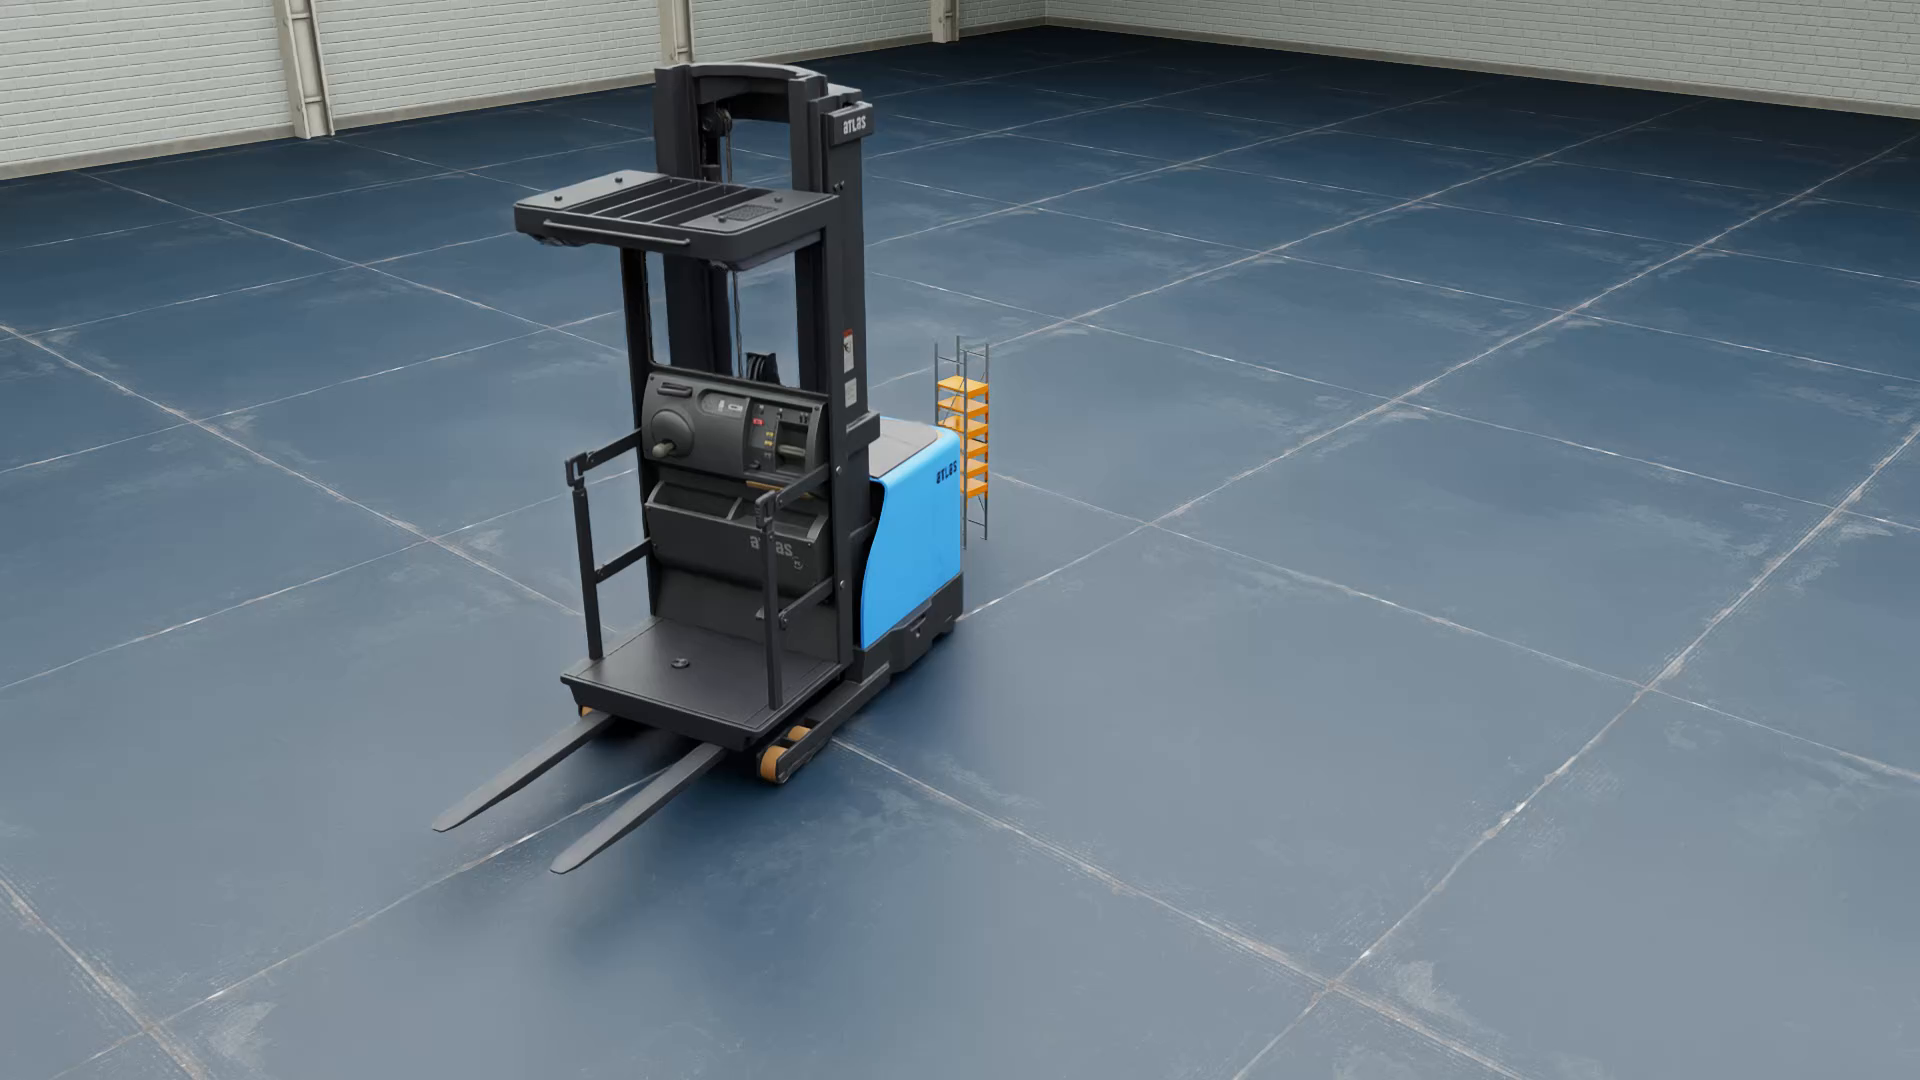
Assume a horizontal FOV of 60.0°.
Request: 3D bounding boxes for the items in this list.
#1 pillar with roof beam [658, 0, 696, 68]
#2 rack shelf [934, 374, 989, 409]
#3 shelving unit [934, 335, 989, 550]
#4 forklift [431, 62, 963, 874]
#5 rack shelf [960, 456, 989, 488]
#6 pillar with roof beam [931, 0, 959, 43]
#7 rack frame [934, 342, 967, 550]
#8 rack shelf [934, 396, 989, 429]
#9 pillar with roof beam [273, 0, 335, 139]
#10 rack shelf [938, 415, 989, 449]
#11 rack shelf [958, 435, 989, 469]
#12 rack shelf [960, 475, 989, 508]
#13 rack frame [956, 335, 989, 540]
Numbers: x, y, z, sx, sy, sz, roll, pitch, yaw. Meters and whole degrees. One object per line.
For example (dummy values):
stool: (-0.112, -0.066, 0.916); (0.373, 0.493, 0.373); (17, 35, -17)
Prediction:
pillar with roof beam: (-1.063, -9.950, 20.942); (9.100, 9.000, 0.400); (20, 31, 38)
rack shelf: (0.010, -0.840, 9.385); (0.258, 0.103, 0.180); (20, 31, 38)
shelving unit: (0.010, -0.552, 9.514); (0.258, 1.200, 0.189); (20, 31, 38)
forklift: (-1.115, -0.469, 7.214); (1.130, 2.935, 3.031); (12, 27, 25)
rack shelf: (0.010, -0.402, 9.582); (0.258, 0.103, 0.180); (20, 31, 38)
pillar with roof beam: (2.941, -11.778, 25.019); (9.100, 9.000, 0.400); (20, 31, 38)
rack frame: (-0.051, -0.524, 9.452); (0.240, 1.200, 0.006); (20, 31, 38)
rack shelf: (0.010, -0.730, 9.434); (0.258, 0.103, 0.180); (20, 31, 38)
pillar with roof beam: (-5.068, -8.122, 16.865); (9.100, 9.000, 0.400); (20, 31, 38)
rack shelf: (0.010, -0.621, 9.483); (0.258, 0.103, 0.180); (20, 31, 38)
rack shelf: (0.010, -0.511, 9.533); (0.258, 0.103, 0.180); (20, 31, 38)
rack shelf: (0.010, -0.292, 9.631); (0.258, 0.103, 0.180); (20, 31, 38)
rack frame: (0.071, -0.580, 9.577); (0.240, 1.200, 0.006); (20, 31, 38)
